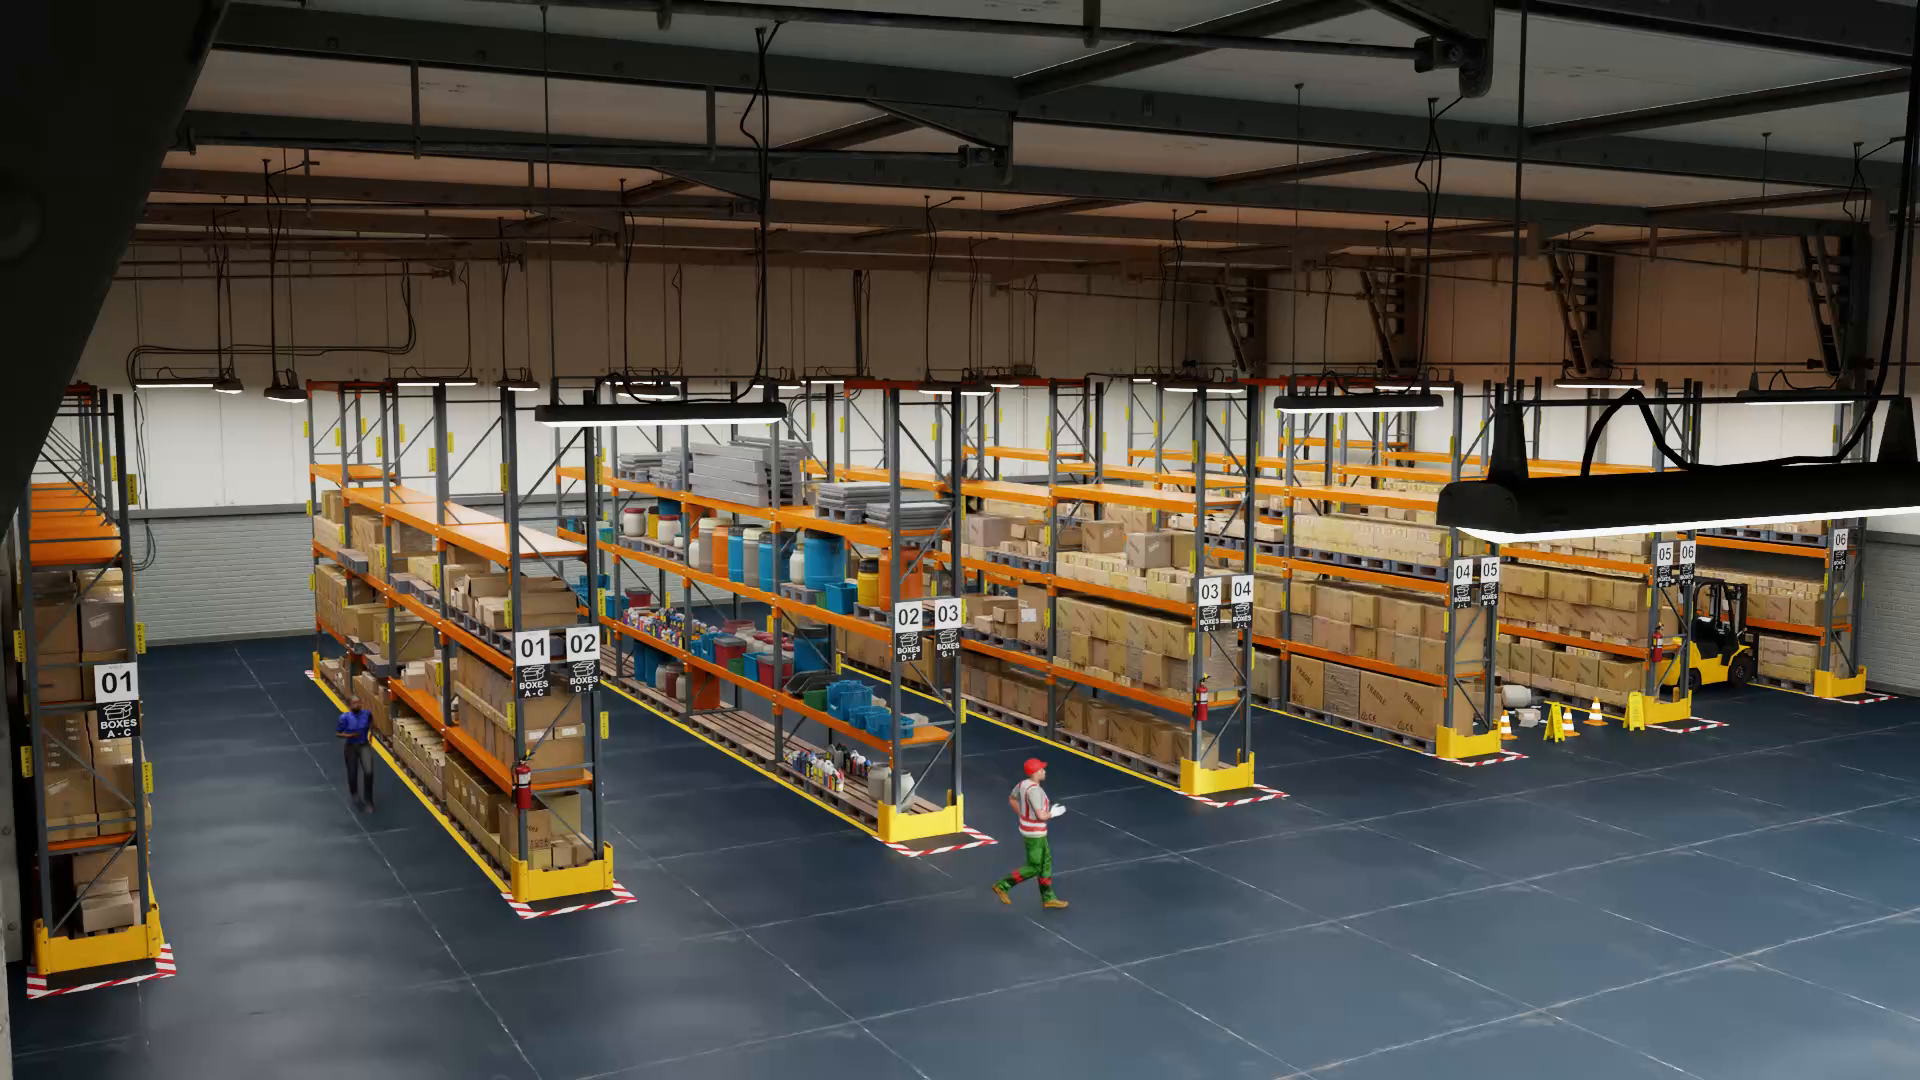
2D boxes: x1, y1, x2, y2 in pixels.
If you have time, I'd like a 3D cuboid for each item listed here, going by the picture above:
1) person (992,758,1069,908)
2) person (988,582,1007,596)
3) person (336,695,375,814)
[{"bbox_3d":[0.814,3.392,19.194,0.908,1.770,0.668,-1,6,-8],"label":"person"},{"bbox_3d":[1.017,0.970,42.928,0.569,1.626,0.601,-4,8,-36],"label":"person"},{"bbox_3d":[-8.581,3.021,23.625,0.552,1.702,0.802,-3,7,-27],"label":"person"}]
